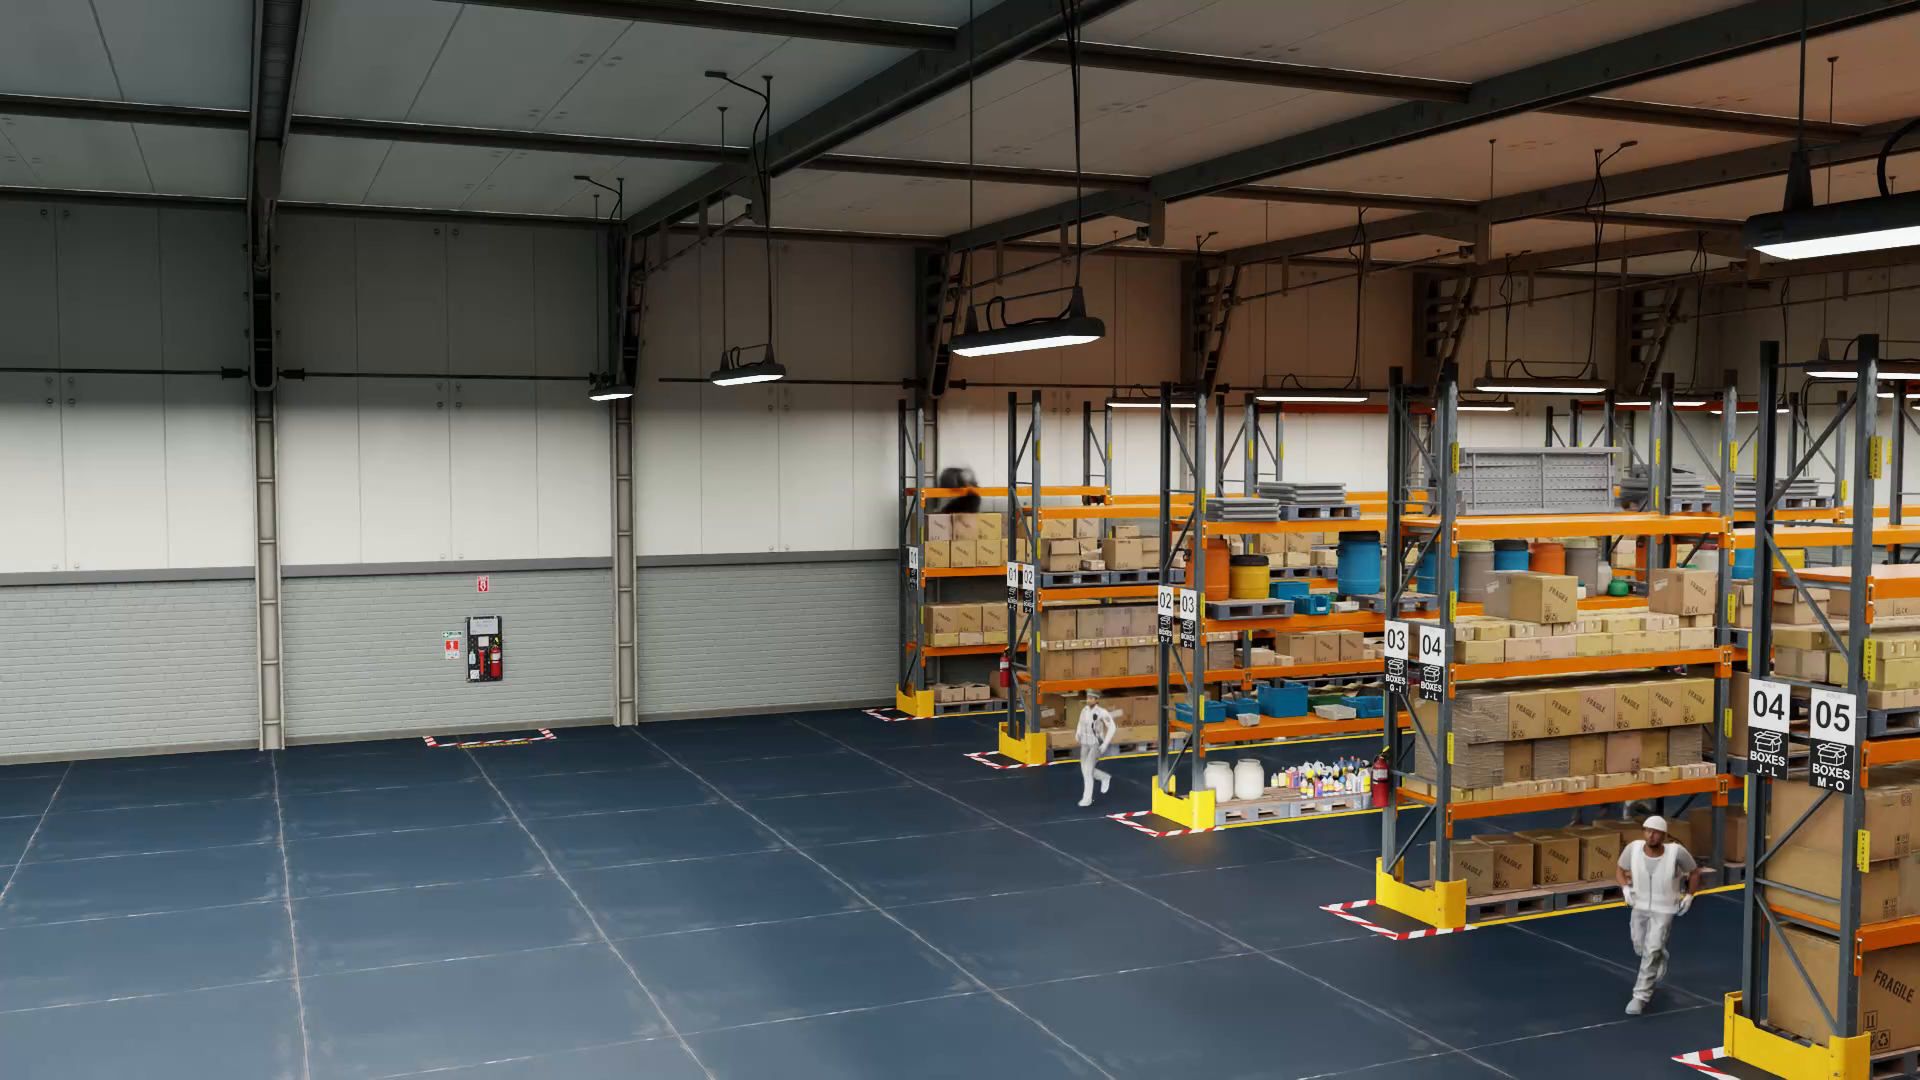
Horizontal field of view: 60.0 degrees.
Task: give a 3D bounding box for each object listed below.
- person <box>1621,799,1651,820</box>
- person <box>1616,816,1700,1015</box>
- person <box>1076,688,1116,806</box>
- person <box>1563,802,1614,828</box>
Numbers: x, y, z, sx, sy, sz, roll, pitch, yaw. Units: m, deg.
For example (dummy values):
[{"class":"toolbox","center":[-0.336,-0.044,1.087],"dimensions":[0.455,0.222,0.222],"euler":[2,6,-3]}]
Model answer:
[{"class":"person","center":[8.756,3.047,21.458],"dimensions":[0.866,1.750,0.727],"euler":[-2,4,-31]},{"class":"person","center":[6.387,3.390,15.287],"dimensions":[0.707,1.769,0.962],"euler":[3,4,39]},{"class":"person","center":[1.935,2.945,23.869],"dimensions":[0.689,1.675,0.655],"euler":[-3,5,-42]},{"class":"person","center":[8.418,3.055,22.319],"dimensions":[0.743,1.628,0.590],"euler":[-1,4,-23]}]
